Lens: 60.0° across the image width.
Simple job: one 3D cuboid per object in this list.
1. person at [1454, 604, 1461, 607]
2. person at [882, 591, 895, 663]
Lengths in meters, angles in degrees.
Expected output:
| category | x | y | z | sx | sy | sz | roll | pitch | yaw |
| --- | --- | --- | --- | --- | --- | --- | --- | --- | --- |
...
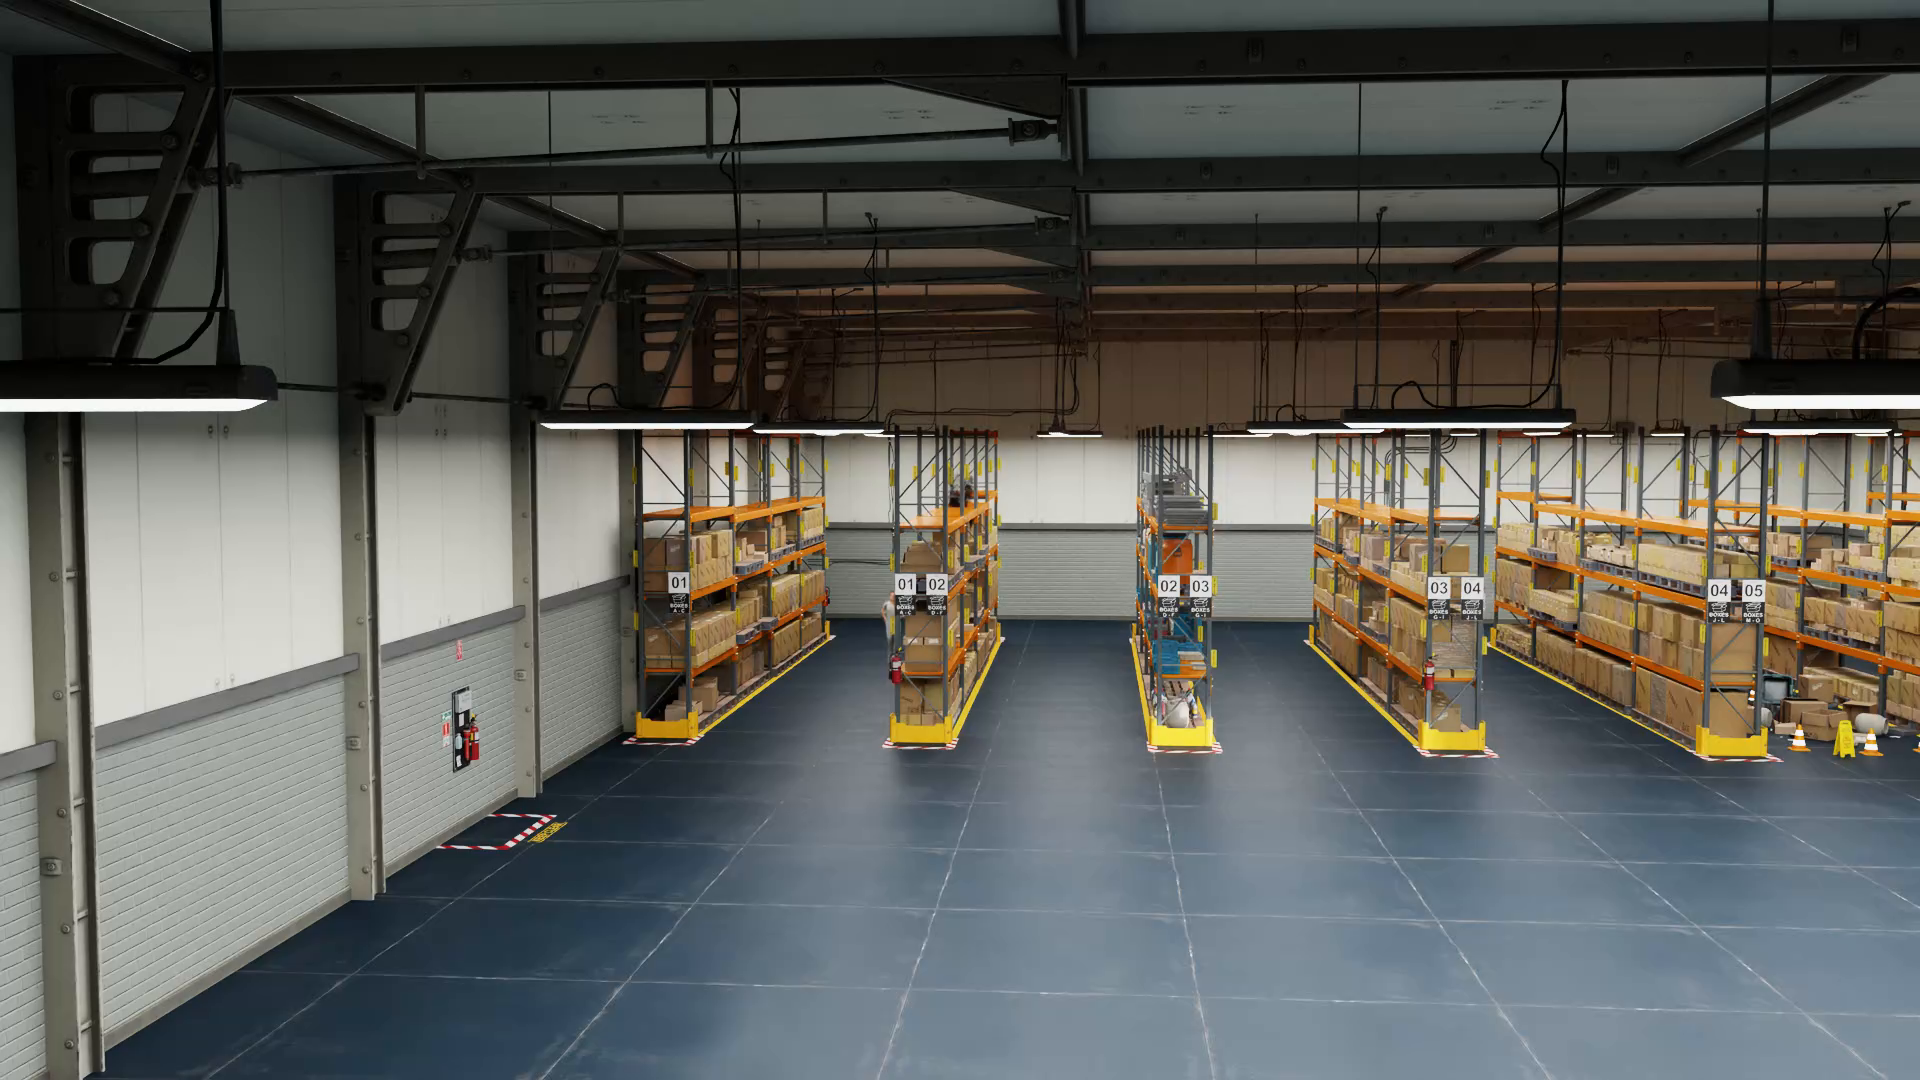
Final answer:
| category | x | y | z | sx | sy | sz | roll | pitch | yaw |
| --- | --- | --- | --- | --- | --- | --- | --- | --- | --- |
| person | 13.419 | 2.207 | 44.885 | 0.625 | 1.762 | 0.727 | 1 | 3 | 11 |
| person | -1.675 | 2.138 | 41.213 | 0.548 | 1.768 | 0.686 | 0 | 3 | 1 |
